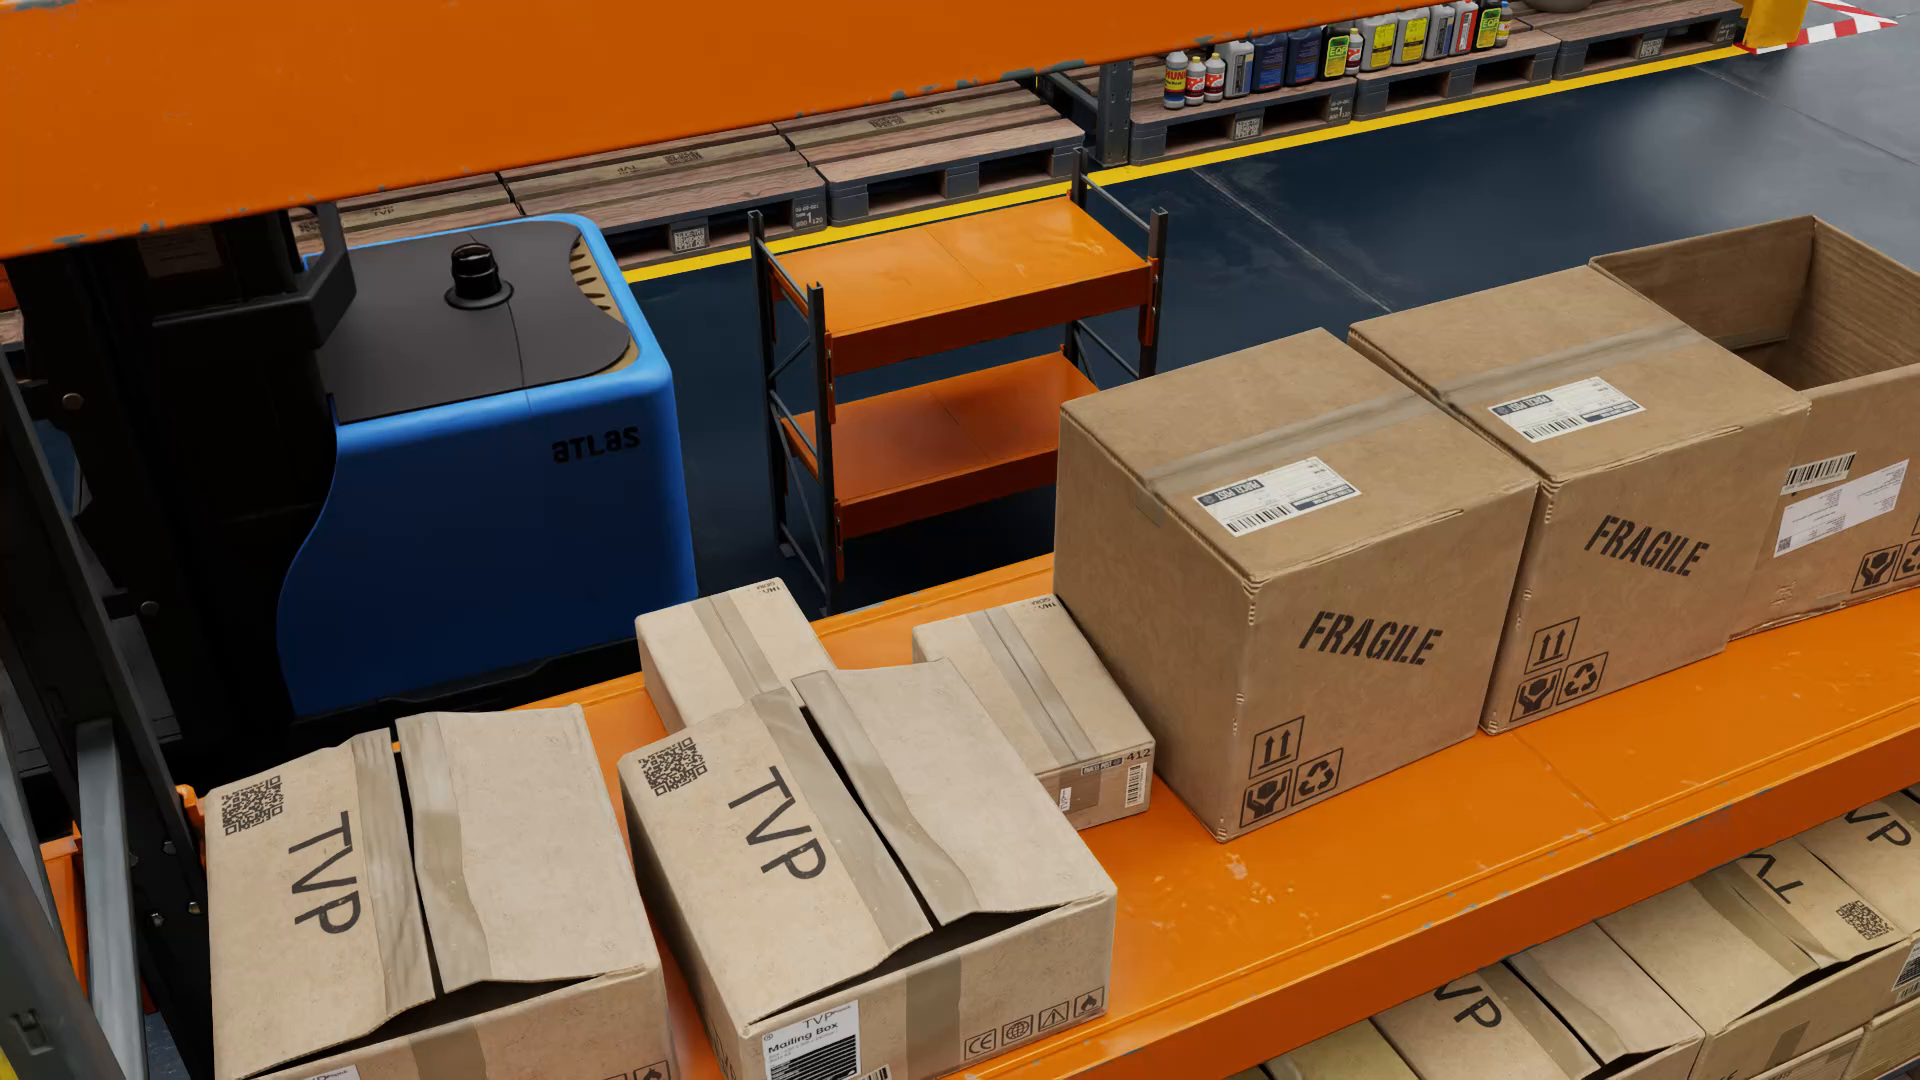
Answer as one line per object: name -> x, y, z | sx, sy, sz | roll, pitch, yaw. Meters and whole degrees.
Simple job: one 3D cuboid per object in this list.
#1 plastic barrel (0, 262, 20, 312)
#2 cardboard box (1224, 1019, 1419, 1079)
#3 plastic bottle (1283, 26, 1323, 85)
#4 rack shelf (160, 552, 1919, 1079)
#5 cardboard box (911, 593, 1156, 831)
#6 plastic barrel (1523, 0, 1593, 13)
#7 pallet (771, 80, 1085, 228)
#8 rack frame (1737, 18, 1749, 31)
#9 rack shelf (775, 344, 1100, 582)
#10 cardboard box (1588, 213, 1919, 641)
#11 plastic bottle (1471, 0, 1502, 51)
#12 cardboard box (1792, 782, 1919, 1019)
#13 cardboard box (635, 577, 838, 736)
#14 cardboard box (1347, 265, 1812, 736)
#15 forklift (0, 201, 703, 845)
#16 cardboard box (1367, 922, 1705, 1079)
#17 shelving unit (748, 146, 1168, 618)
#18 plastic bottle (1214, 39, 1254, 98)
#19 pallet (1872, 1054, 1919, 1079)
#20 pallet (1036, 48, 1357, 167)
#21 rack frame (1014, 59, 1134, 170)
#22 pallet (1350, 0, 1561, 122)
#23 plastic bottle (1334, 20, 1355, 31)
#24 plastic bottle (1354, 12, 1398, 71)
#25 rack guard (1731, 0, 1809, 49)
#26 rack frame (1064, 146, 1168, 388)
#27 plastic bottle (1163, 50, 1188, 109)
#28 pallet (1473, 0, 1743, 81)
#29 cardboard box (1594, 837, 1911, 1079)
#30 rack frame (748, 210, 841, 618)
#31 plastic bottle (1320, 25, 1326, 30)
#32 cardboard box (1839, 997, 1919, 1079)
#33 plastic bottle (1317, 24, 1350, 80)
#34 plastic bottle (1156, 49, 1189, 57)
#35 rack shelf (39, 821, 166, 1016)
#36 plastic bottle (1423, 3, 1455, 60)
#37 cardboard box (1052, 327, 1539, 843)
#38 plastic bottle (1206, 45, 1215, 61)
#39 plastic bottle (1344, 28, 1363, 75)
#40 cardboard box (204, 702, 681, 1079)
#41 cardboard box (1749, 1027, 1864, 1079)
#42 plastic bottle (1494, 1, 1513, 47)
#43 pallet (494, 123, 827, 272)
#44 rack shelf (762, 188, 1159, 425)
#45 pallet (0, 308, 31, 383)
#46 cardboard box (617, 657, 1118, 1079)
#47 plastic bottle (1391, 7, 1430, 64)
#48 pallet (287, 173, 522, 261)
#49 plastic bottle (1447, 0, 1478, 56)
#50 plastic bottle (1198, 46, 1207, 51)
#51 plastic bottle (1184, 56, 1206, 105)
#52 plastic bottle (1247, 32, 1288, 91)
plastic barrel -> -3.563, -1.311, 5.969 | 0.708, 0.830, 0.600 | -16, 39, -20
cardboard box -> 0.507, 0.996, 2.874 | 0.500, 0.311, 0.500 | -17, 40, -21
plastic bottle -> 1.572, -2.301, 7.688 | 0.185, 0.351, 0.144 | -17, 40, -22
rack shelf -> 0.784, 0.308, 2.921 | 4.000, 0.370, 1.077 | -16, 39, -20
cardboard box -> 0.104, 0.273, 2.575 | 0.250, 0.149, 0.380 | -13, 38, -17
plastic barrel -> 3.098, -3.007, 8.522 | 0.421, 0.512, 0.421 | 0, 37, 0
pallet -> -0.201, -1.820, 7.526 | 1.213, 0.211, 1.003 | -16, 39, -20
rack frame -> 4.115, -4.172, 8.357 | 0.127, 3.000, 1.000 | -16, 39, -20
rack shelf -> -0.006, -0.254, 5.058 | 1.000, 0.278, 0.538 | -16, 39, -20
cardboard box -> 1.416, -0.209, 2.929 | 0.500, 0.500, 0.500 | -13, 38, -17
plastic bottle -> 2.540, -2.517, 8.036 | 0.133, 0.283, 0.061 | -15, 39, -19
cardboard box -> 1.882, 0.615, 3.387 | 0.500, 0.311, 0.500 | -15, 39, -19
cardboard box -> -0.329, 0.249, 2.607 | 0.250, 0.149, 0.380 | -16, 39, -20
cardboard box -> 0.963, -0.082, 2.758 | 0.500, 0.500, 0.500 | -16, 39, -20
forklift -> -2.260, -0.666, 3.687 | 3.031, 2.935, 1.130 | -14, 39, -18
cardboard box -> 0.973, 0.866, 3.050 | 0.500, 0.311, 0.500 | -16, 39, -21
shelving unit -> -0.006, -0.450, 4.913 | 1.048, 1.125, 0.538 | -16, 39, -20
plastic bottle -> 1.249, -2.183, 7.592 | 0.135, 0.276, 0.152 | -14, 39, -18
pallet -> 1.945, 0.840, 3.940 | 1.213, 0.211, 1.003 | -16, 39, -20
pallet -> 1.119, -2.187, 8.021 | 1.213, 0.211, 1.003 | -16, 39, -20
rack frame -> 0.494, -3.159, 6.992 | 0.127, 3.000, 1.000 | -16, 39, -20
pallet -> 2.225, -2.498, 8.441 | 1.213, 0.211, 1.003 | -16, 39, -20
plastic bottle -> 1.871, -2.452, 7.955 | 0.135, 0.276, 0.152 | -16, 39, -20
plastic bottle -> 1.956, -2.408, 7.833 | 0.185, 0.351, 0.144 | -16, 39, -20
rack guard -> 4.066, -3.123, 9.041 | 0.348, 0.500, 1.175 | -16, 39, -20
rack frame -> 0.454, -0.579, 5.086 | 0.032, 1.125, 0.500 | -16, 39, -20
plastic bottle -> 0.968, -2.085, 7.464 | 0.097, 0.271, 0.097 | 0, 37, 0
pallet -> 3.328, -2.805, 8.854 | 1.213, 0.211, 1.003 | -16, 39, -20
cardboard box -> 1.429, 0.740, 3.219 | 0.500, 0.311, 0.500 | -16, 39, -20
rack frame -> -0.466, -0.321, 4.739 | 0.032, 1.125, 0.500 | -16, 39, -20
plastic bottle -> 1.689, -2.326, 7.789 | 0.097, 0.271, 0.097 | 0, 37, 0
cardboard box -> 1.884, 0.837, 3.559 | 0.500, 0.250, 0.500 | -16, 40, -21
plastic bottle -> 1.739, -2.293, 7.734 | 0.133, 0.283, 0.061 | -14, 39, -18
plastic bottle -> 1.016, -2.513, 7.974 | 0.185, 0.351, 0.144 | -16, 39, -20
rack shelf -> -2.837, 1.320, 1.556 | 4.000, 0.370, 1.077 | -16, 39, -20
plastic bottle -> 2.273, -2.469, 7.978 | 0.135, 0.276, 0.152 | -17, 40, -21
cardboard box -> 0.486, 0.052, 2.579 | 0.500, 0.500, 0.500 | -18, 40, -22
plastic bottle -> 1.204, -2.243, 7.667 | 0.133, 0.283, 0.061 | -16, 39, -20
plastic bottle -> 1.838, -2.300, 7.812 | 0.097, 0.201, 0.097 | 0, 37, 0
cardboard box -> -0.678, 0.492, 2.143 | 0.500, 0.311, 0.500 | -13, 39, -17
cardboard box -> 1.421, 0.967, 3.385 | 0.500, 0.250, 0.500 | -15, 39, -19
plastic bottle -> 2.638, -2.523, 8.114 | 0.097, 0.201, 0.097 | 0, 37, 0
pallet -> -1.307, -1.509, 7.107 | 1.213, 0.211, 1.003 | -16, 39, -20
rack shelf -> -0.006, -0.685, 4.738 | 1.000, 0.278, 0.538 | -16, 39, -20
pallet -> -3.823, -0.805, 6.158 | 1.213, 0.211, 1.003 | -16, 39, -20
cardboard box -> -0.134, 0.439, 2.215 | 0.500, 0.311, 0.500 | -16, 39, -20
plastic bottle -> 2.125, -2.455, 7.897 | 0.185, 0.351, 0.144 | -14, 39, -18
pallet -> -2.409, -1.202, 6.694 | 1.213, 0.211, 1.003 | -16, 39, -20
plastic bottle -> 2.399, -2.504, 8.026 | 0.135, 0.276, 0.152 | -15, 39, -20
plastic bottle -> 1.214, -2.536, 8.068 | 0.135, 0.276, 0.152 | -16, 39, -20
plastic bottle -> 1.060, -2.082, 7.519 | 0.097, 0.201, 0.097 | 0, 37, 0
plastic bottle -> 1.401, -2.253, 7.624 | 0.185, 0.351, 0.144 | -15, 39, -19
